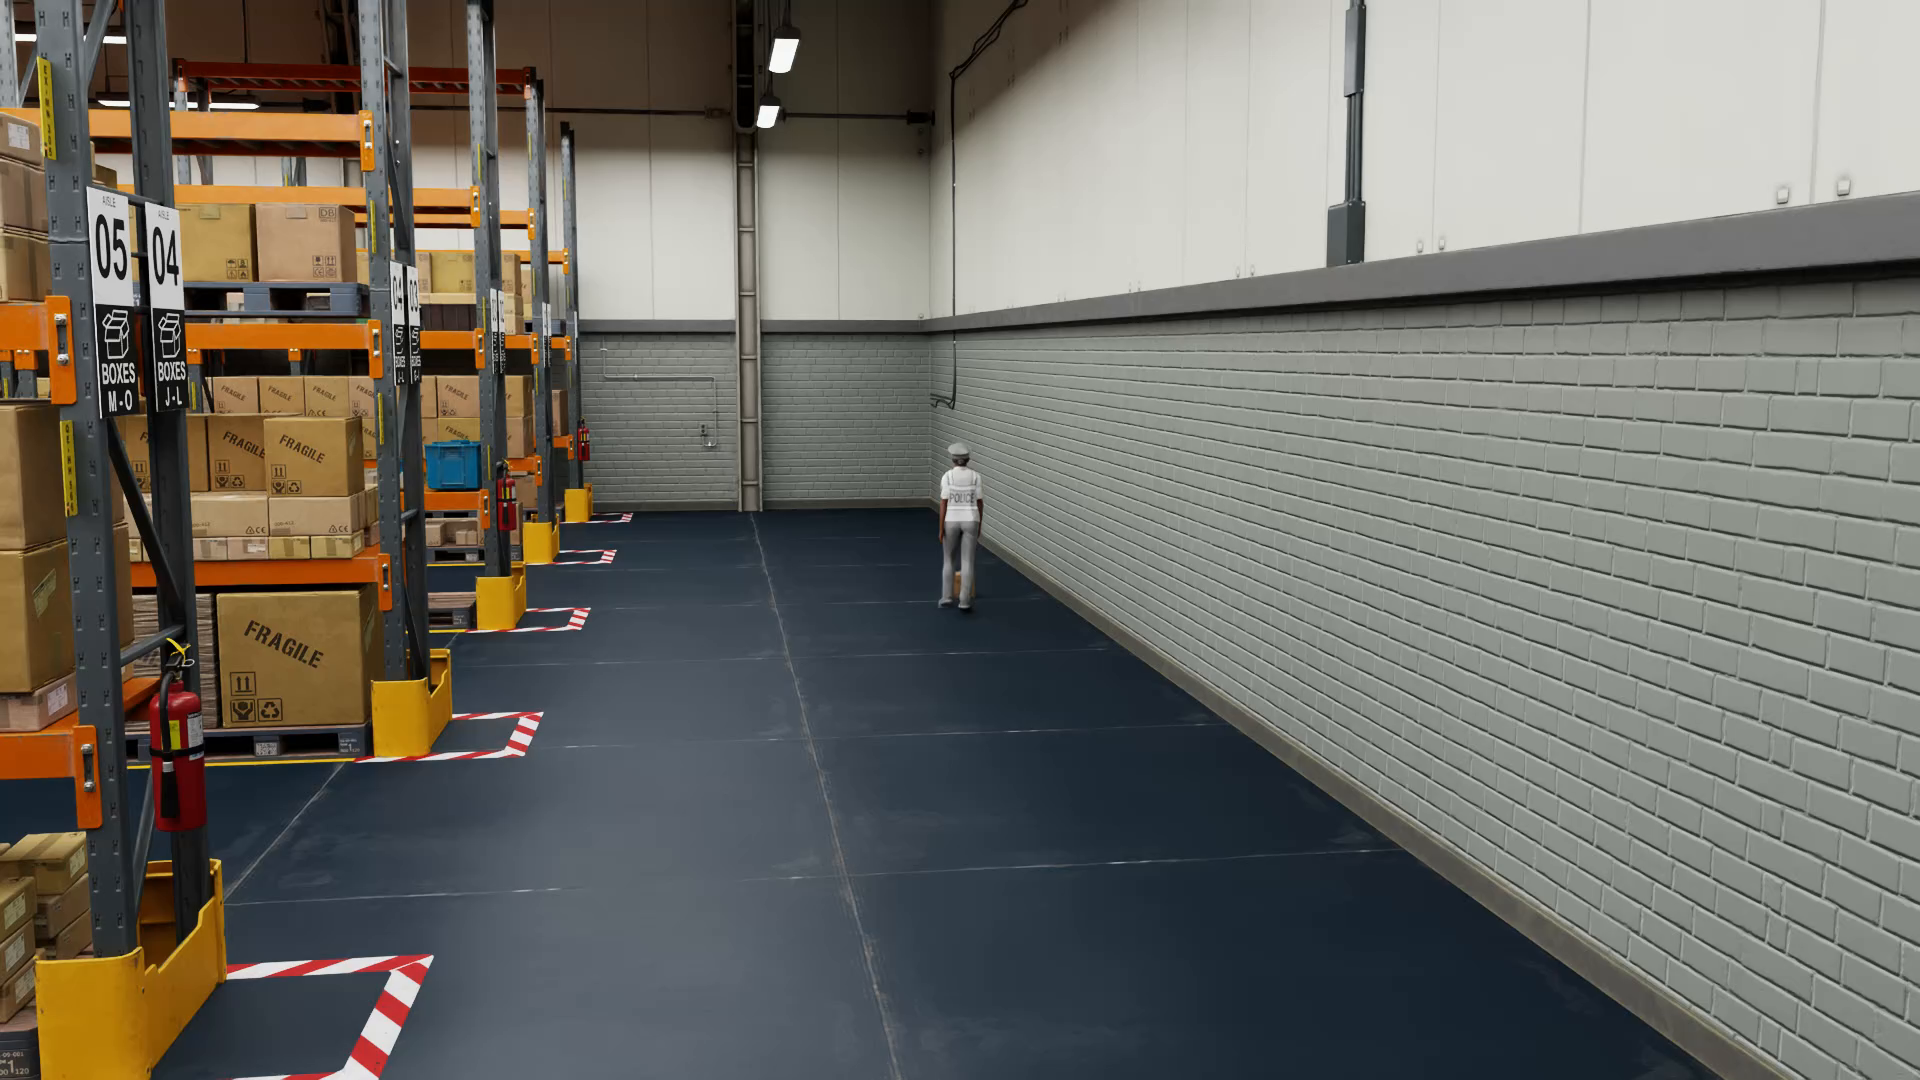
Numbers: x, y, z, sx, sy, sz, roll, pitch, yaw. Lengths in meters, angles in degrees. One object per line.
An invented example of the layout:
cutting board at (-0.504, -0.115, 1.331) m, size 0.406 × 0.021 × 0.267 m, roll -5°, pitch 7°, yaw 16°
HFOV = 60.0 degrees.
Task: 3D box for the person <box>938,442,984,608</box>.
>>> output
person at (0.009, -0.140, 16.967) m, size 0.463 × 1.704 × 0.637 m, roll 0°, pitch 7°, yaw -4°
